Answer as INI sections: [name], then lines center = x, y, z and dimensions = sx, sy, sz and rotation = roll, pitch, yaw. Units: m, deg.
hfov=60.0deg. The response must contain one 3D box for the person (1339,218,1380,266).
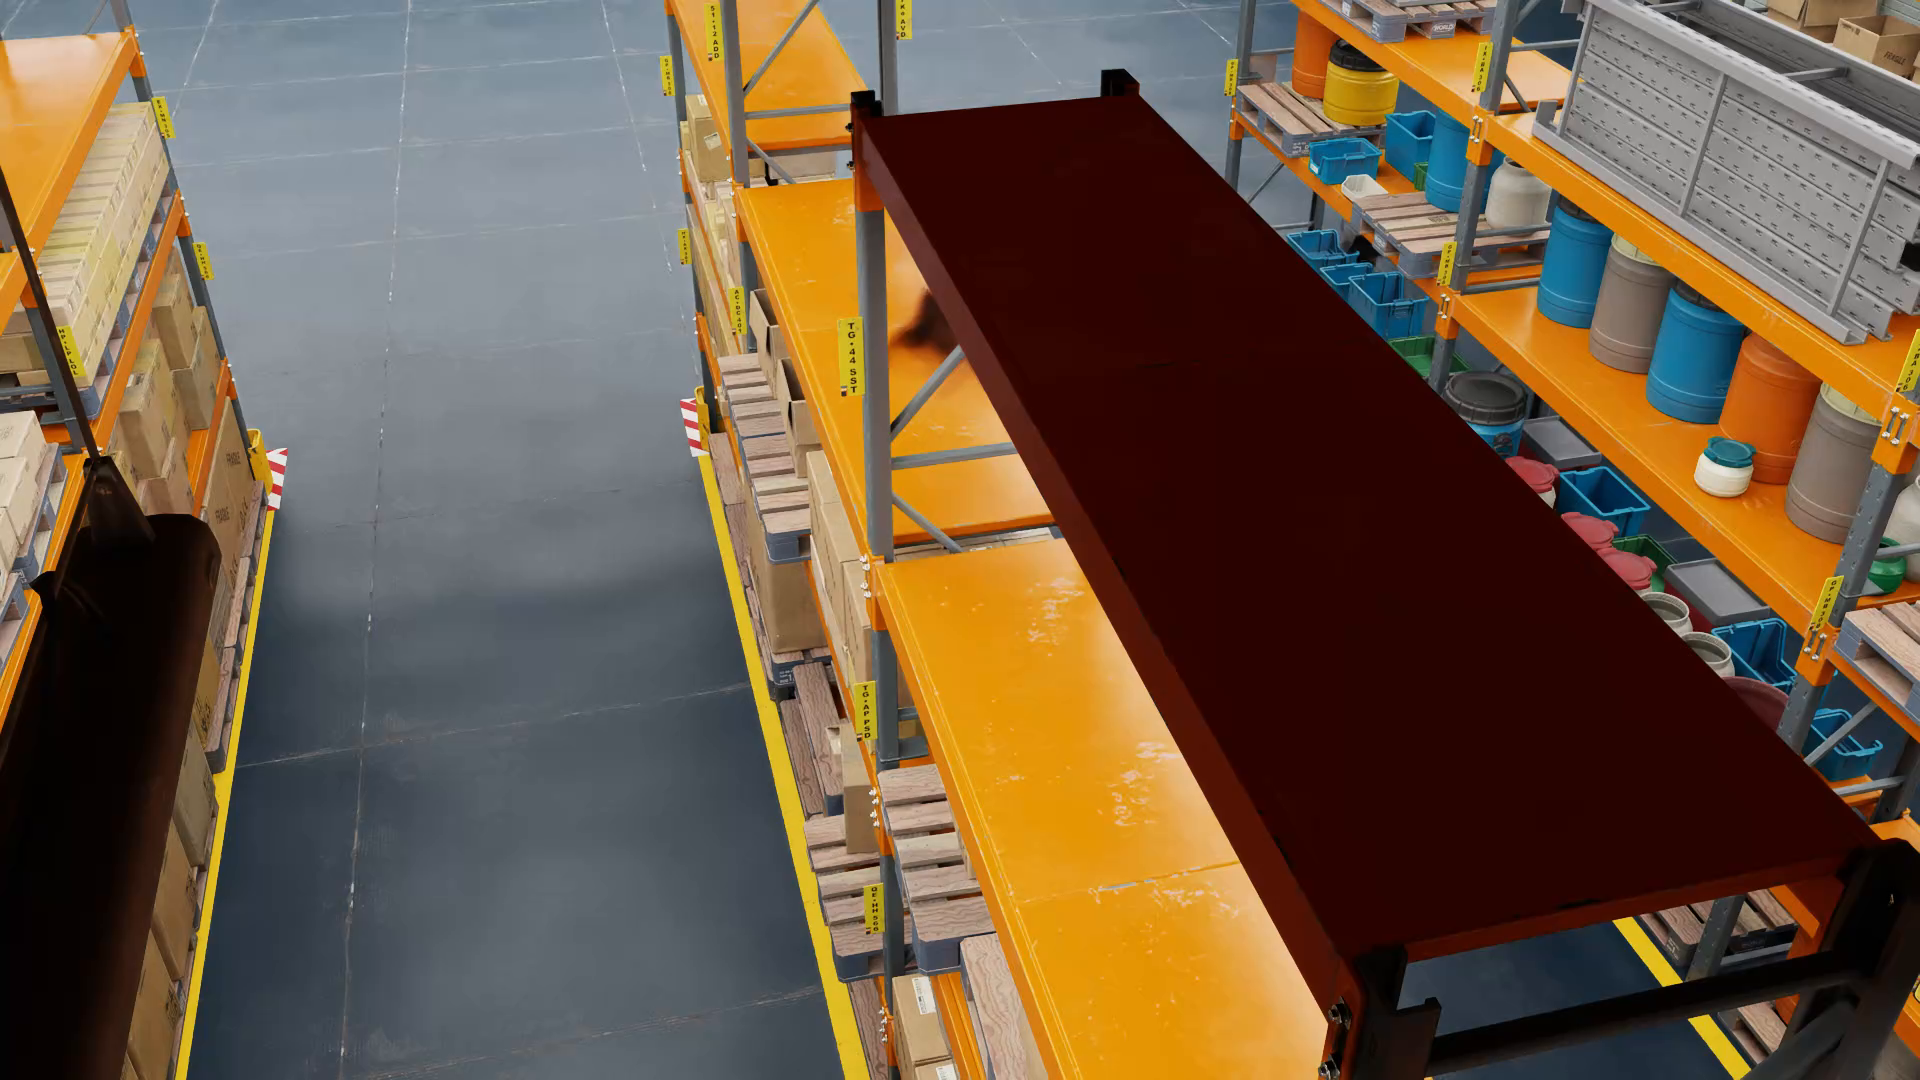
[person]
center = 3.970, -2.885, 16.832
dimensions = 0.728, 1.674, 0.498
rotation = -22, 40, -29
